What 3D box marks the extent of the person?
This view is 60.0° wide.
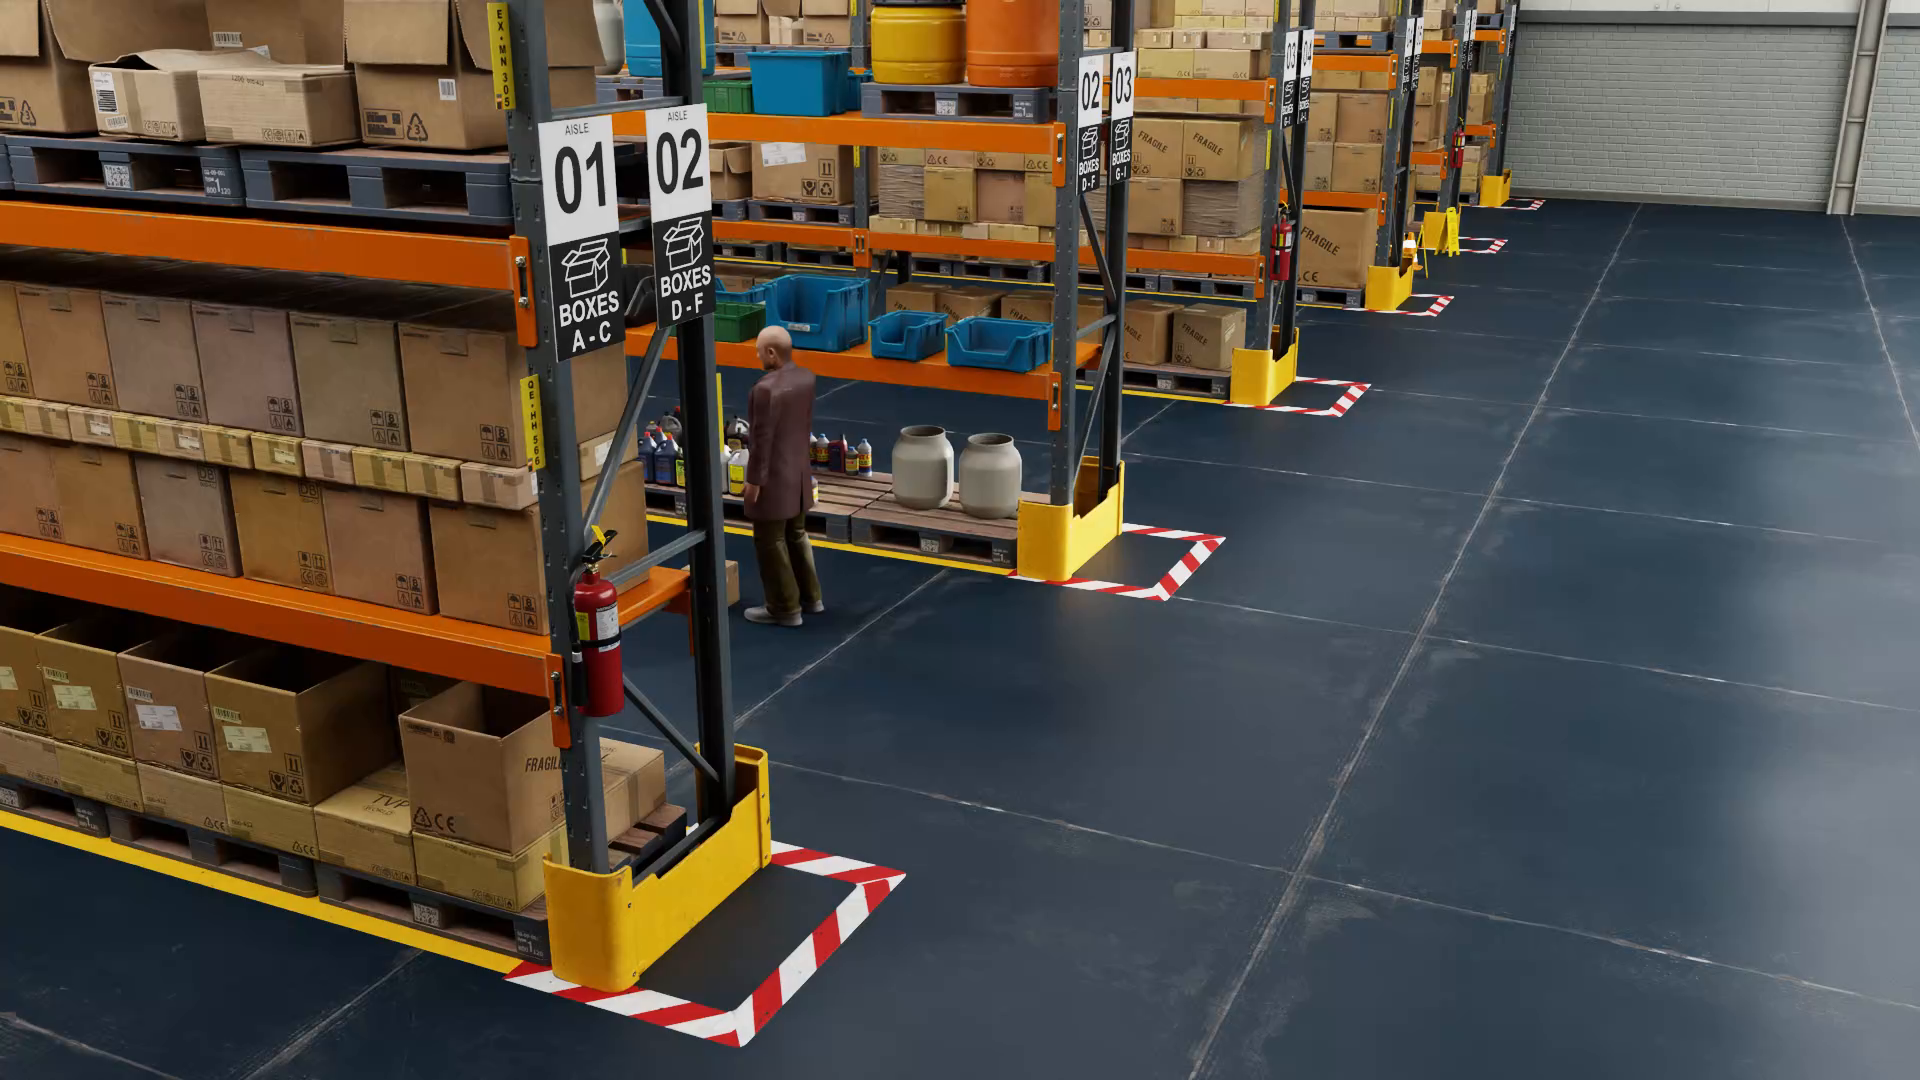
[{"bbox_3d":[-1.067,-0.374,9.703,0.381,1.778,0.562,9,21,24],"label":"person"}]
